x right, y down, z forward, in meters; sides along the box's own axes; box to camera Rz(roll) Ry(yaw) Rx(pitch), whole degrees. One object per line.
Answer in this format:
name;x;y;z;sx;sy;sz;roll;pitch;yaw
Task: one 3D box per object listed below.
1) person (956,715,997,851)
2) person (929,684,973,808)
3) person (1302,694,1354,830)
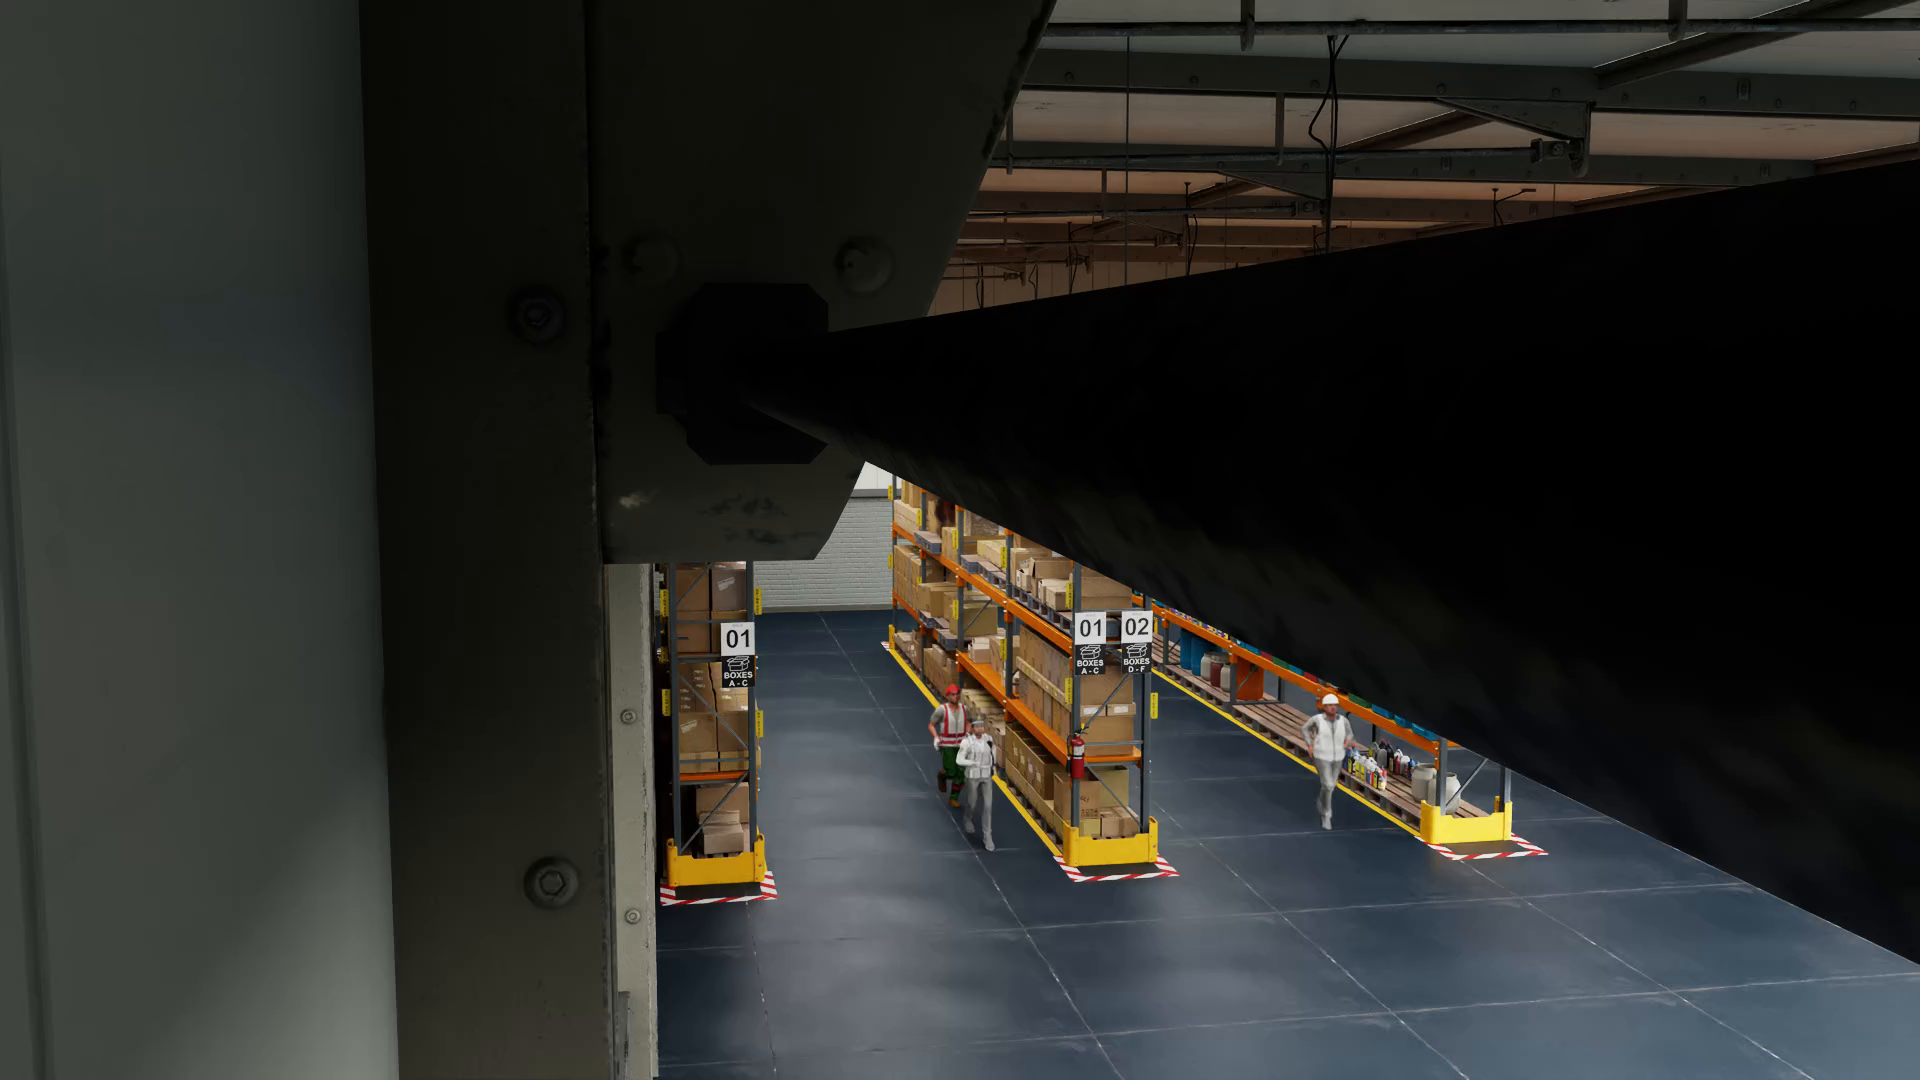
person;0.240;3.118;21.755;0.609;1.701;0.920;-2;6;-15
person;-0.099;2.916;23.681;0.657;1.743;0.605;-2;7;-20
person;5.055;3.006;22.746;0.642;1.833;0.783;-1;6;-12
